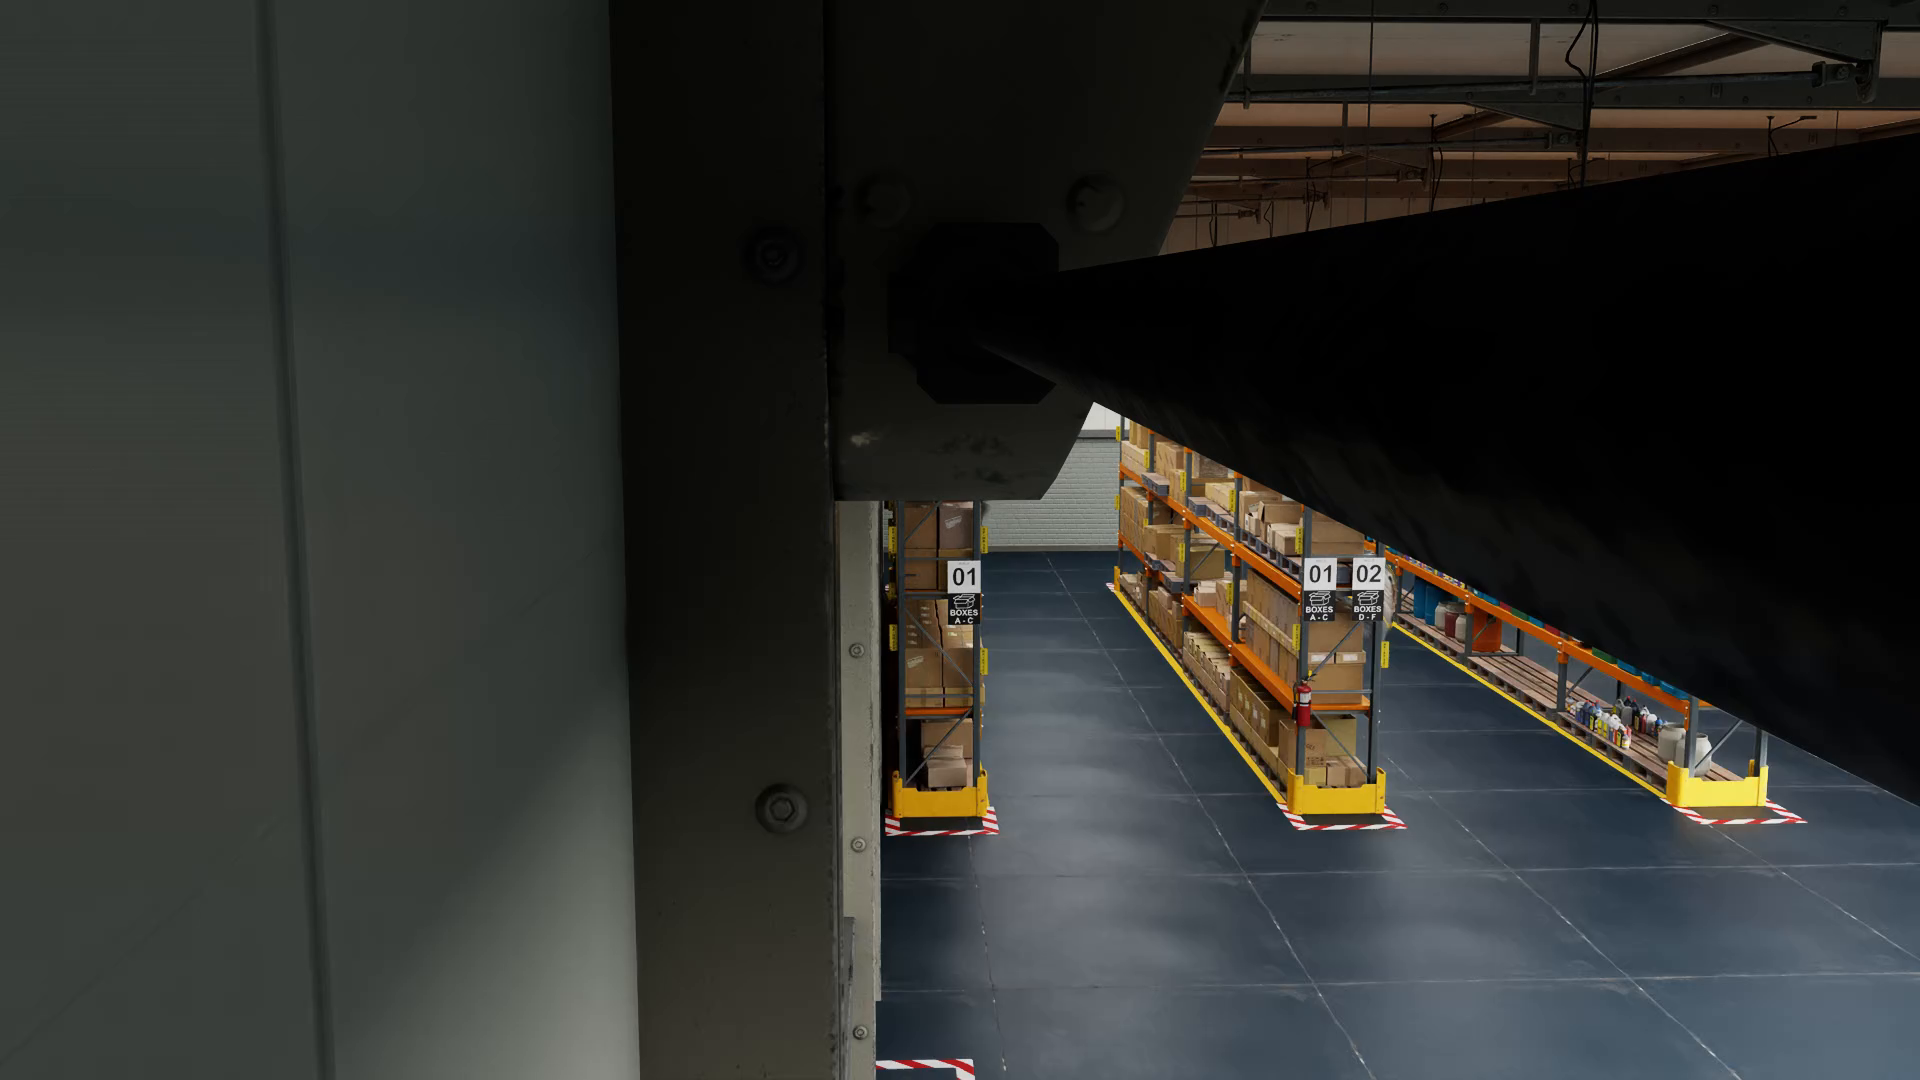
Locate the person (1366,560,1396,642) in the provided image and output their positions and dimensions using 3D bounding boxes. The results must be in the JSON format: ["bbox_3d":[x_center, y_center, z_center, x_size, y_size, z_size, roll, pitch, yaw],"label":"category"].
[{"bbox_3d":[7.738,1.147,30.602,0.614,1.631,0.575,-1,8,-6],"label":"person"}]
